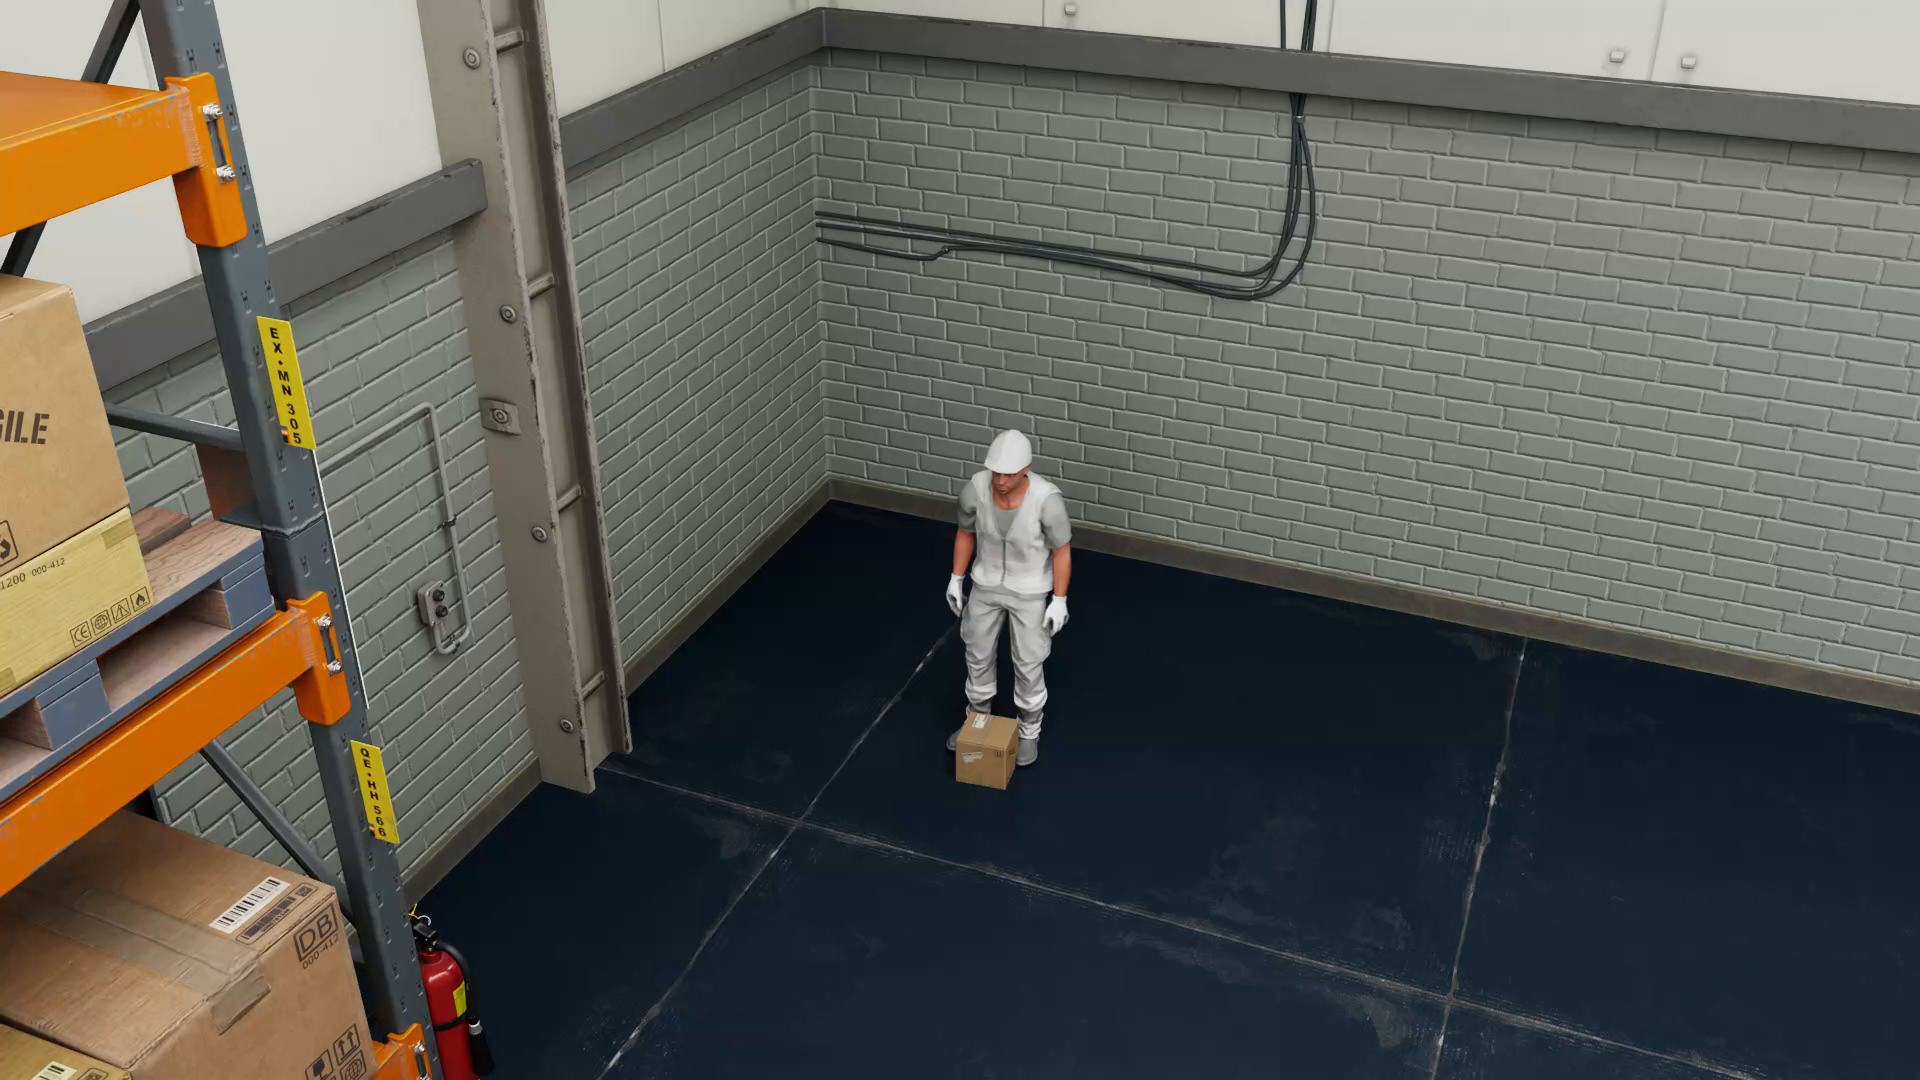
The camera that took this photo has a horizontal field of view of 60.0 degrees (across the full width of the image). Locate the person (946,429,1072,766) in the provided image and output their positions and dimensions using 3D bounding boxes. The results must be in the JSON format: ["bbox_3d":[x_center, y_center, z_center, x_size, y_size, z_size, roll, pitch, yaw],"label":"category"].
[{"bbox_3d":[0.226,0.261,7.921,0.611,1.779,0.455,11,31,19],"label":"person"}]
